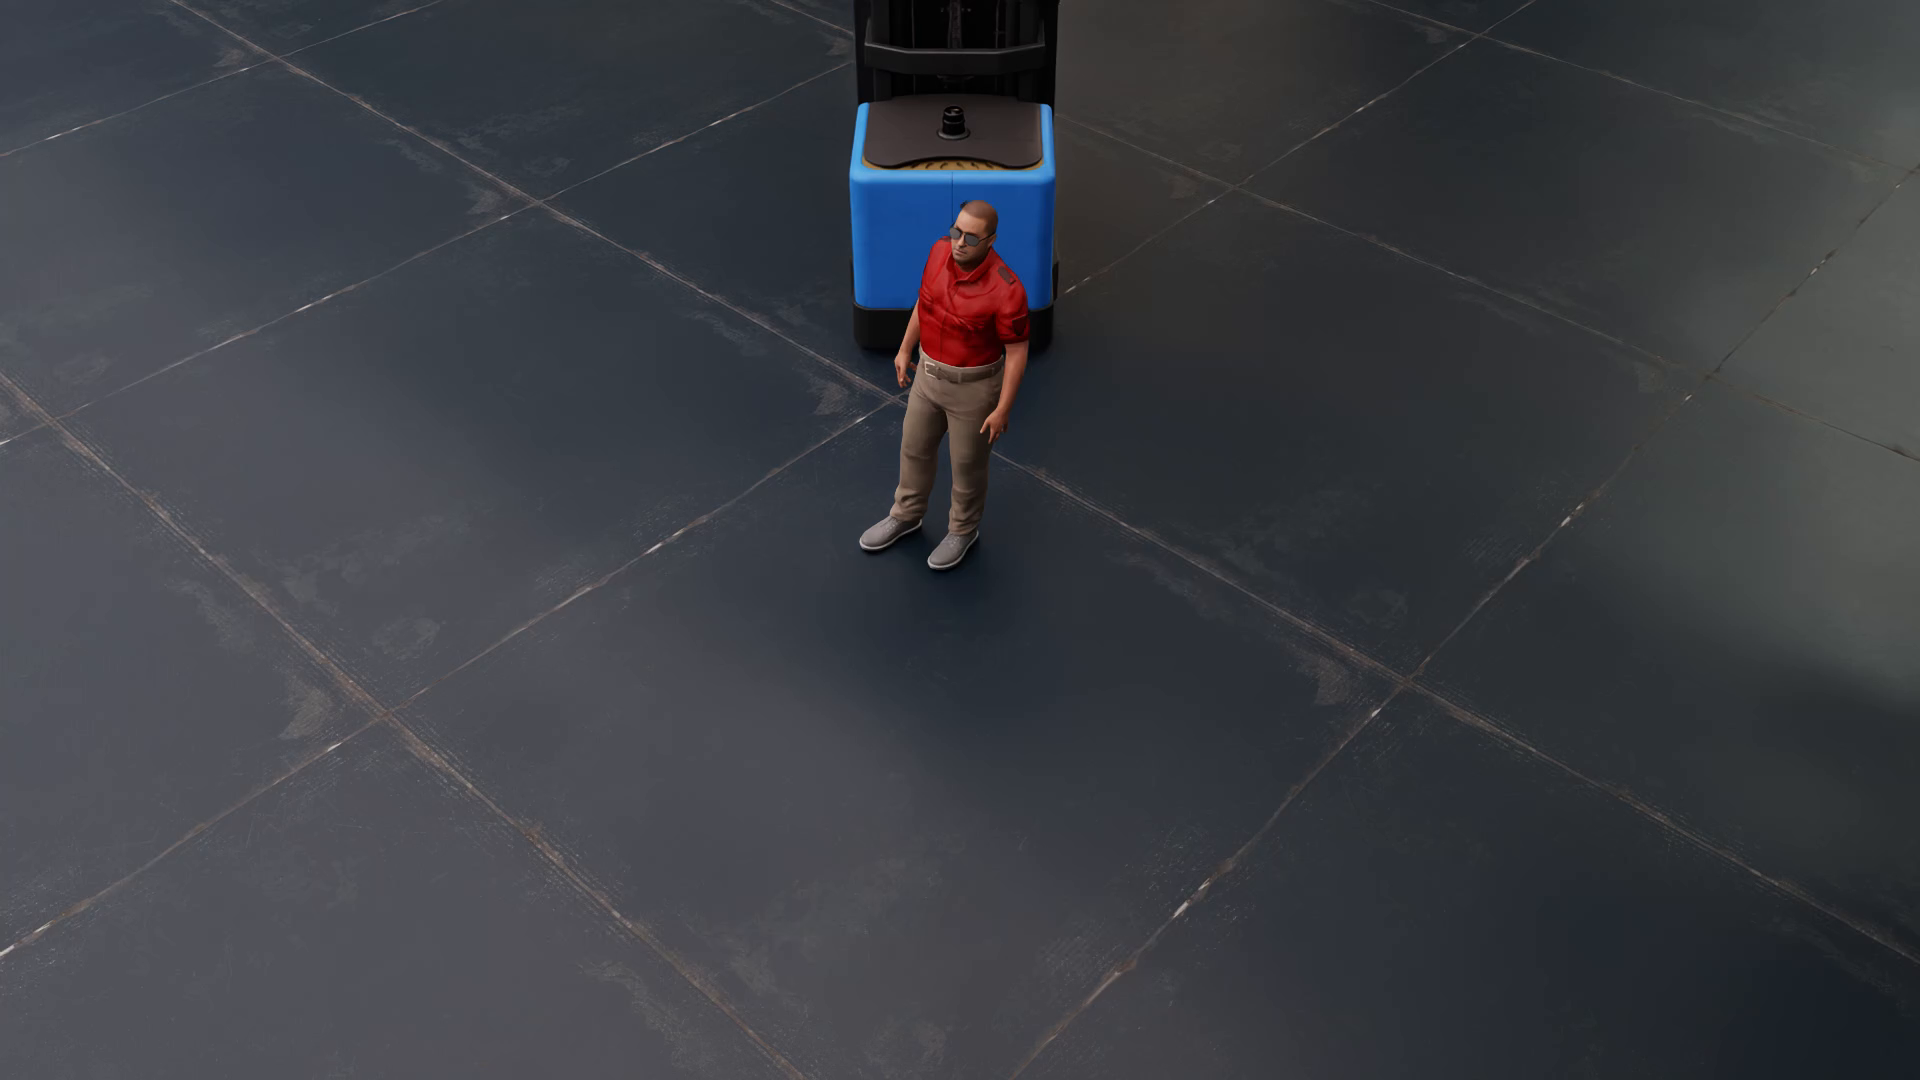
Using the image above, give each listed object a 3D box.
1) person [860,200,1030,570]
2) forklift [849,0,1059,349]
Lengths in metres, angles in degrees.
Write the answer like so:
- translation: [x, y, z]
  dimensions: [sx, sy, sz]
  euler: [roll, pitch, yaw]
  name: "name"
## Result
- translation: [-0.069, -0.624, 7.068]
  dimensions: [0.640, 1.727, 0.551]
  euler: [31, 49, 31]
  name: "person"
- translation: [-0.018, -3.048, 8.981]
  dimensions: [1.130, 2.935, 3.031]
  euler: [0, 41, 1]
  name: "forklift"
